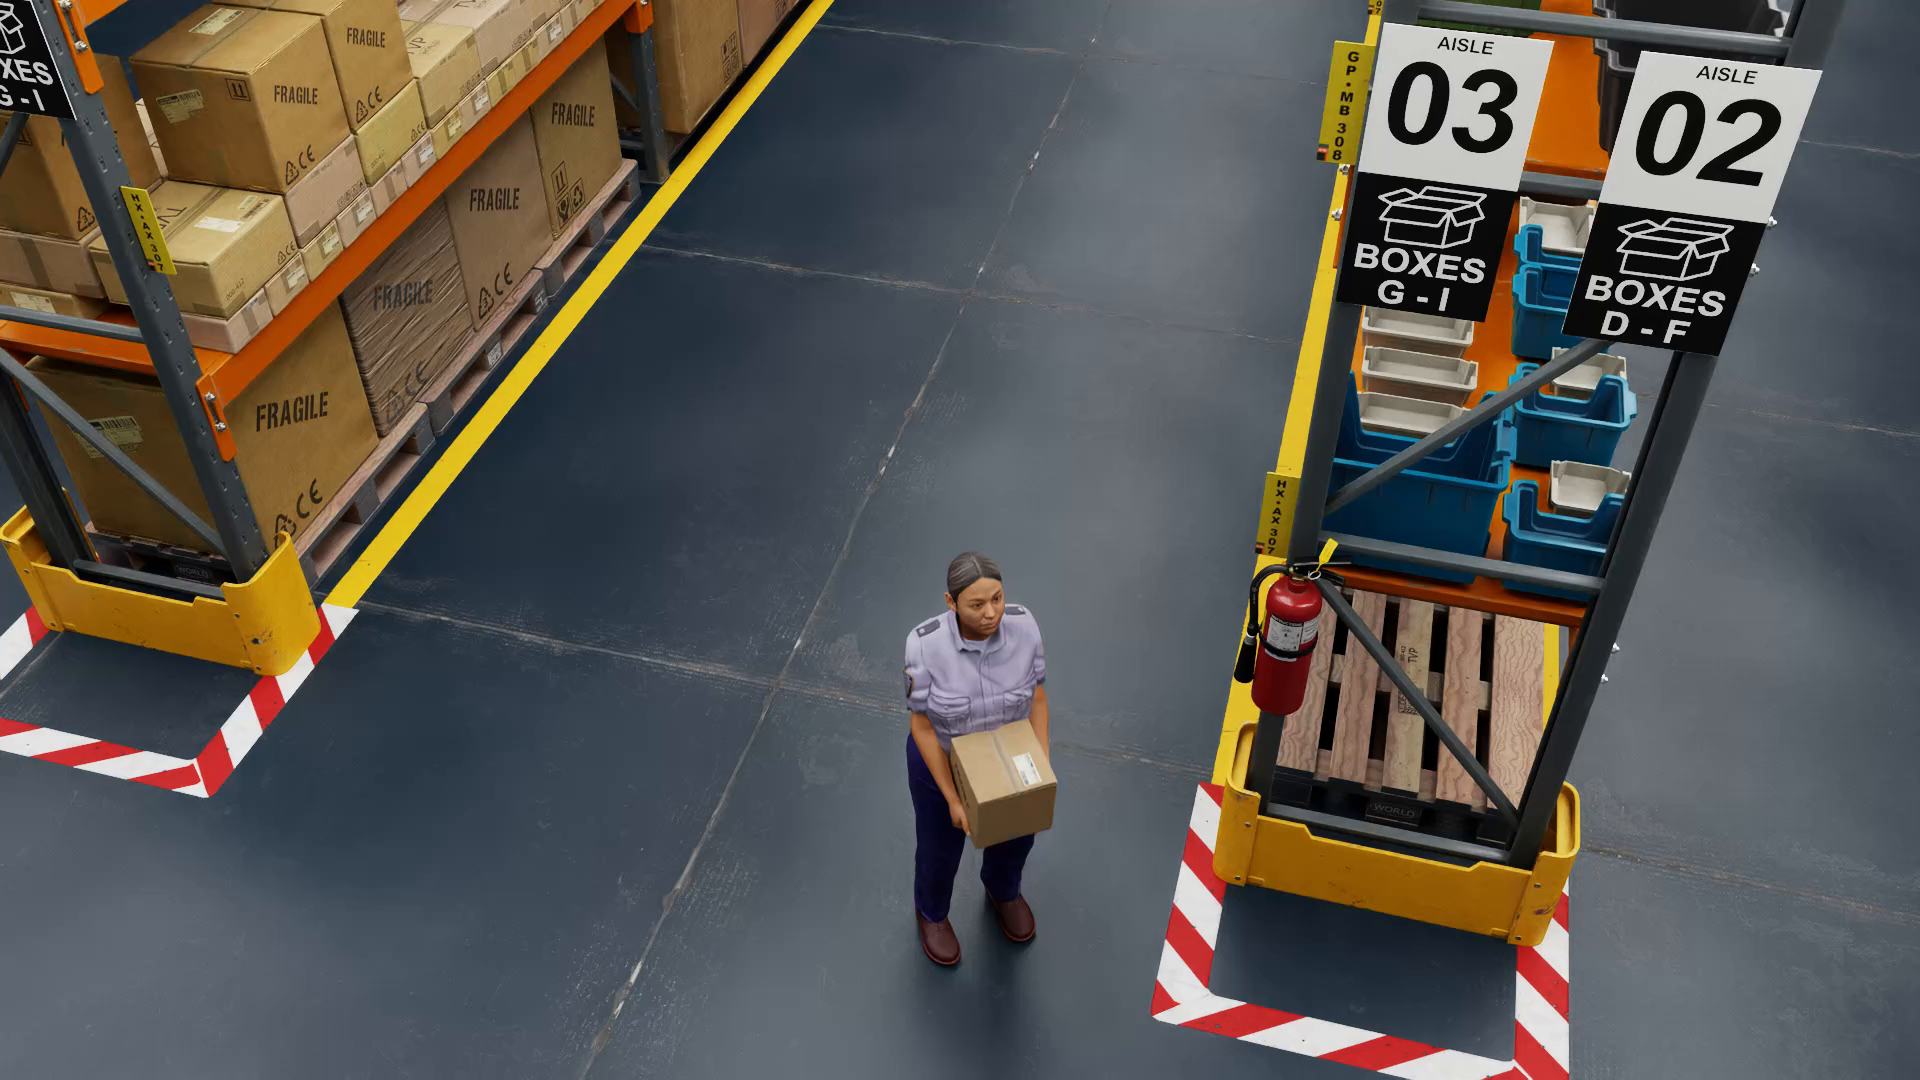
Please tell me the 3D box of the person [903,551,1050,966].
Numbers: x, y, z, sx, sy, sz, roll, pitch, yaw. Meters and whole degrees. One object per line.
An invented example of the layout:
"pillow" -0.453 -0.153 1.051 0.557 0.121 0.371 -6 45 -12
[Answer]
"person" 0.076 0.760 5.311 0.452 1.634 0.515 -13 43 -14
